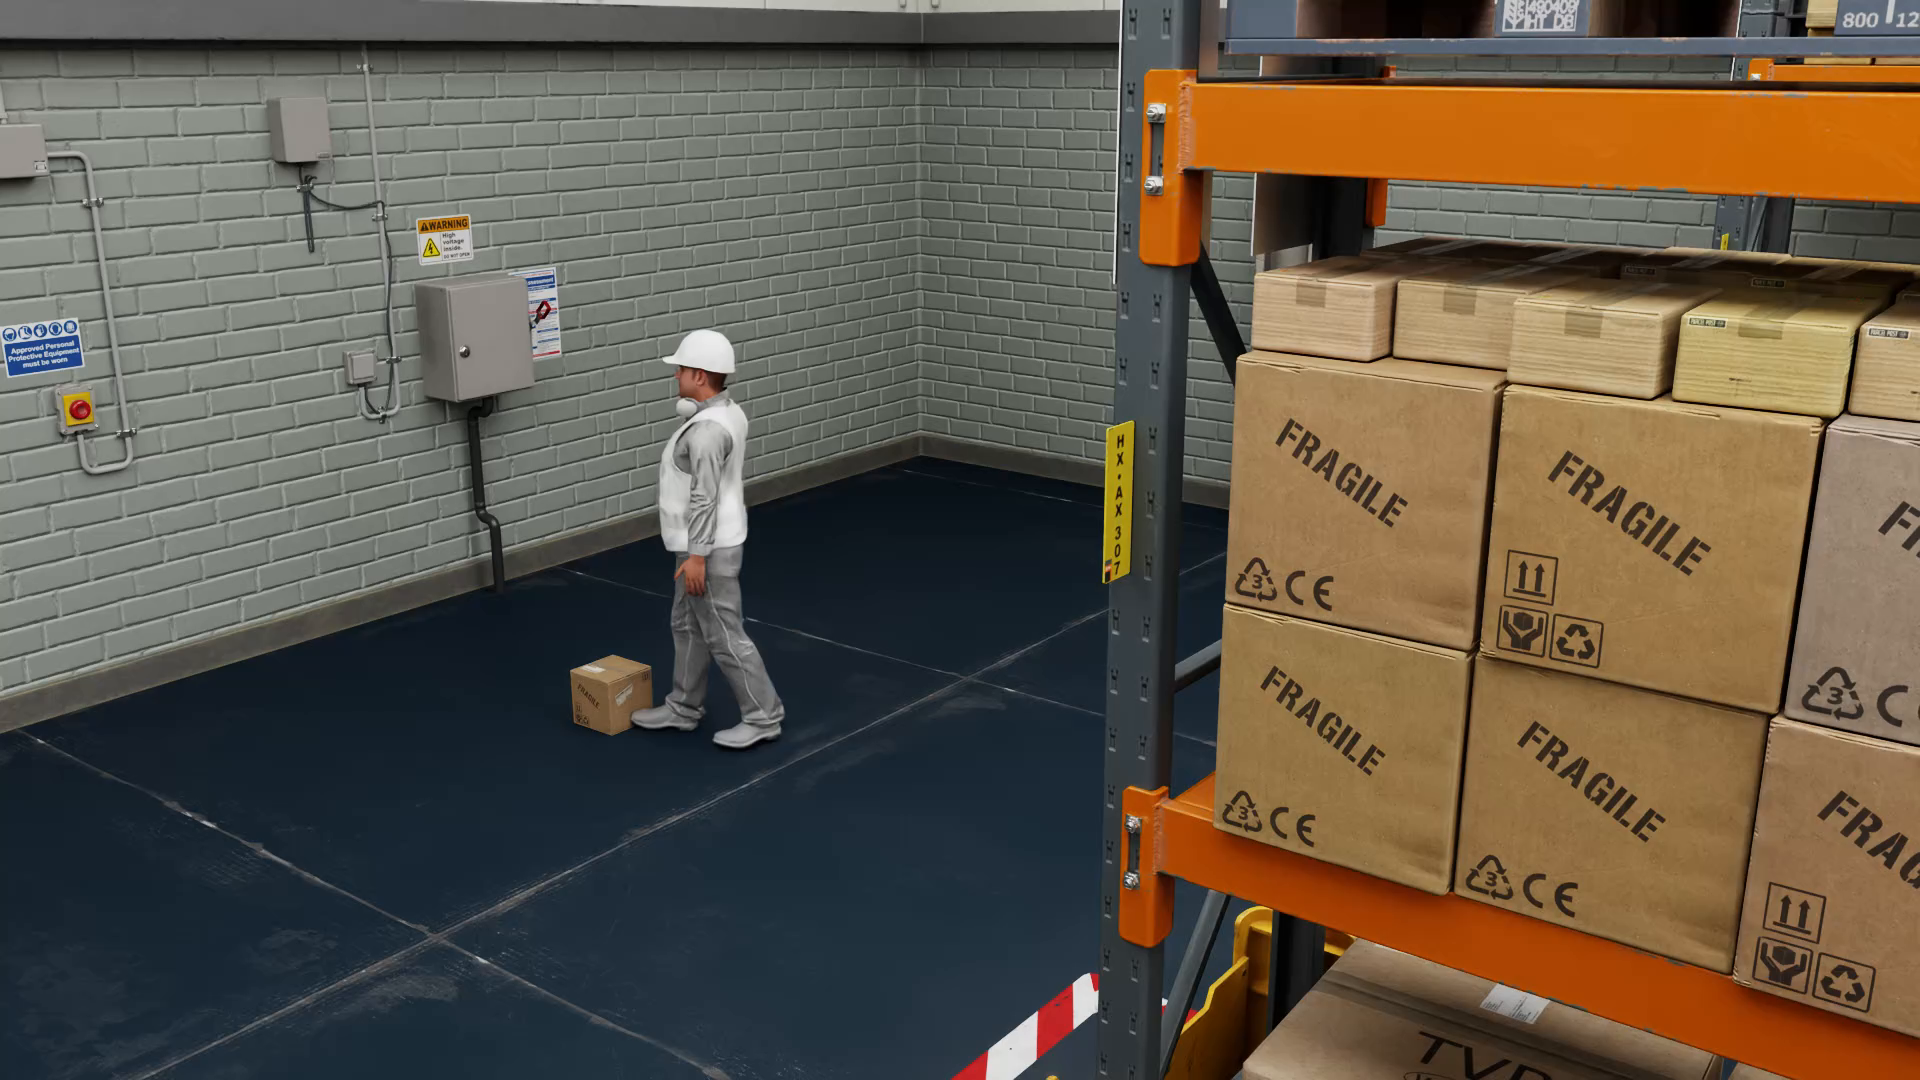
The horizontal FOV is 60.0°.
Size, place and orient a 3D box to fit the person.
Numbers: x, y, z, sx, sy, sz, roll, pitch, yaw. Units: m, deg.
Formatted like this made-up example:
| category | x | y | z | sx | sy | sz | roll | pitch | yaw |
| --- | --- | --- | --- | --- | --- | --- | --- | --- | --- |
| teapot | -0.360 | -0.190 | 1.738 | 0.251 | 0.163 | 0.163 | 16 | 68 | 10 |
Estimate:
| category | x | y | z | sx | sy | sz | roll | pitch | yaw |
| --- | --- | --- | --- | --- | --- | --- | --- | --- | --- |
| person | -1.097 | 0.008 | 6.945 | 0.690 | 1.769 | 0.532 | -1 | 16 | -2 |
